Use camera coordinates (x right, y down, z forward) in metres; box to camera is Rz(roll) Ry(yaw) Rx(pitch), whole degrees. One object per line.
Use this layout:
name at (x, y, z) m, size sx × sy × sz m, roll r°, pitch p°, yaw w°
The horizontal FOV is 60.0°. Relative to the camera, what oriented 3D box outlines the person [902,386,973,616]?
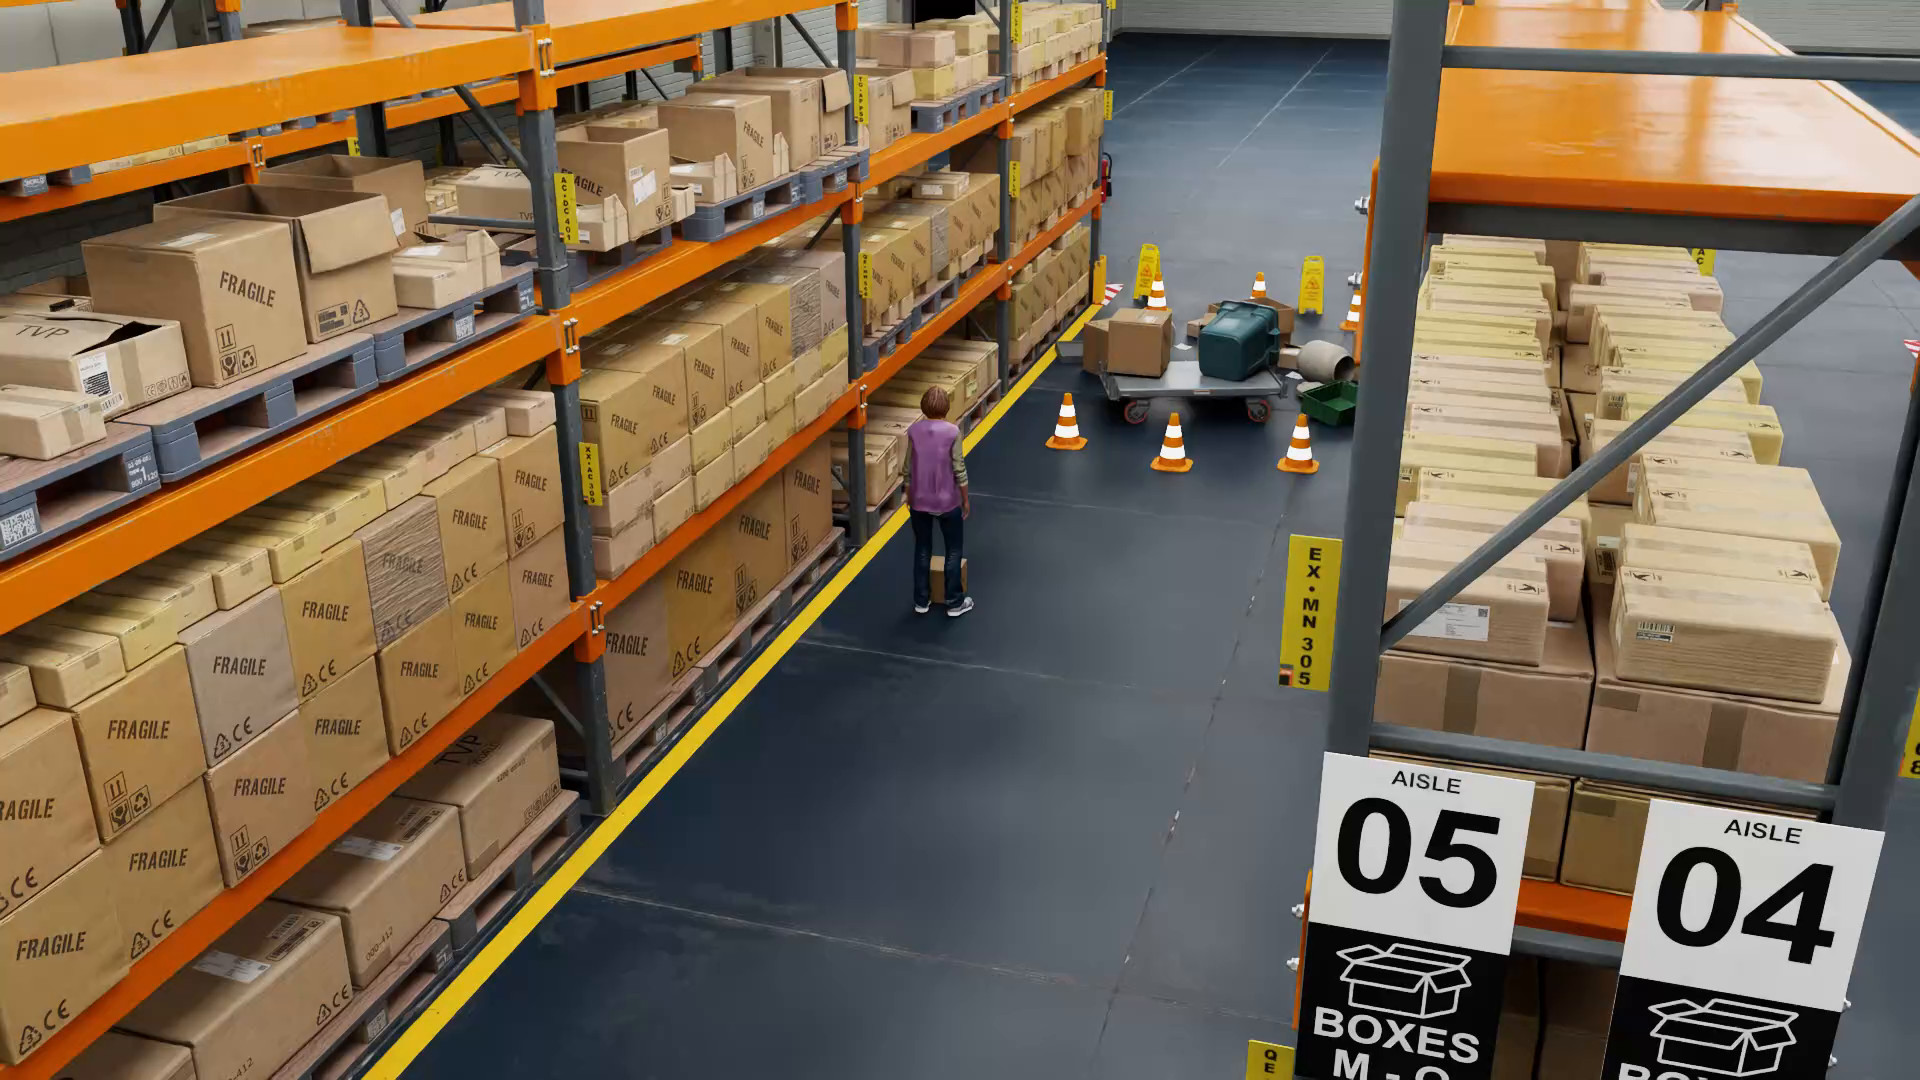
person at (-0.161, -0.249, 11.215) m, size 0.459 × 1.591 × 0.348 m, roll 7°, pitch 23°, yaw 16°
